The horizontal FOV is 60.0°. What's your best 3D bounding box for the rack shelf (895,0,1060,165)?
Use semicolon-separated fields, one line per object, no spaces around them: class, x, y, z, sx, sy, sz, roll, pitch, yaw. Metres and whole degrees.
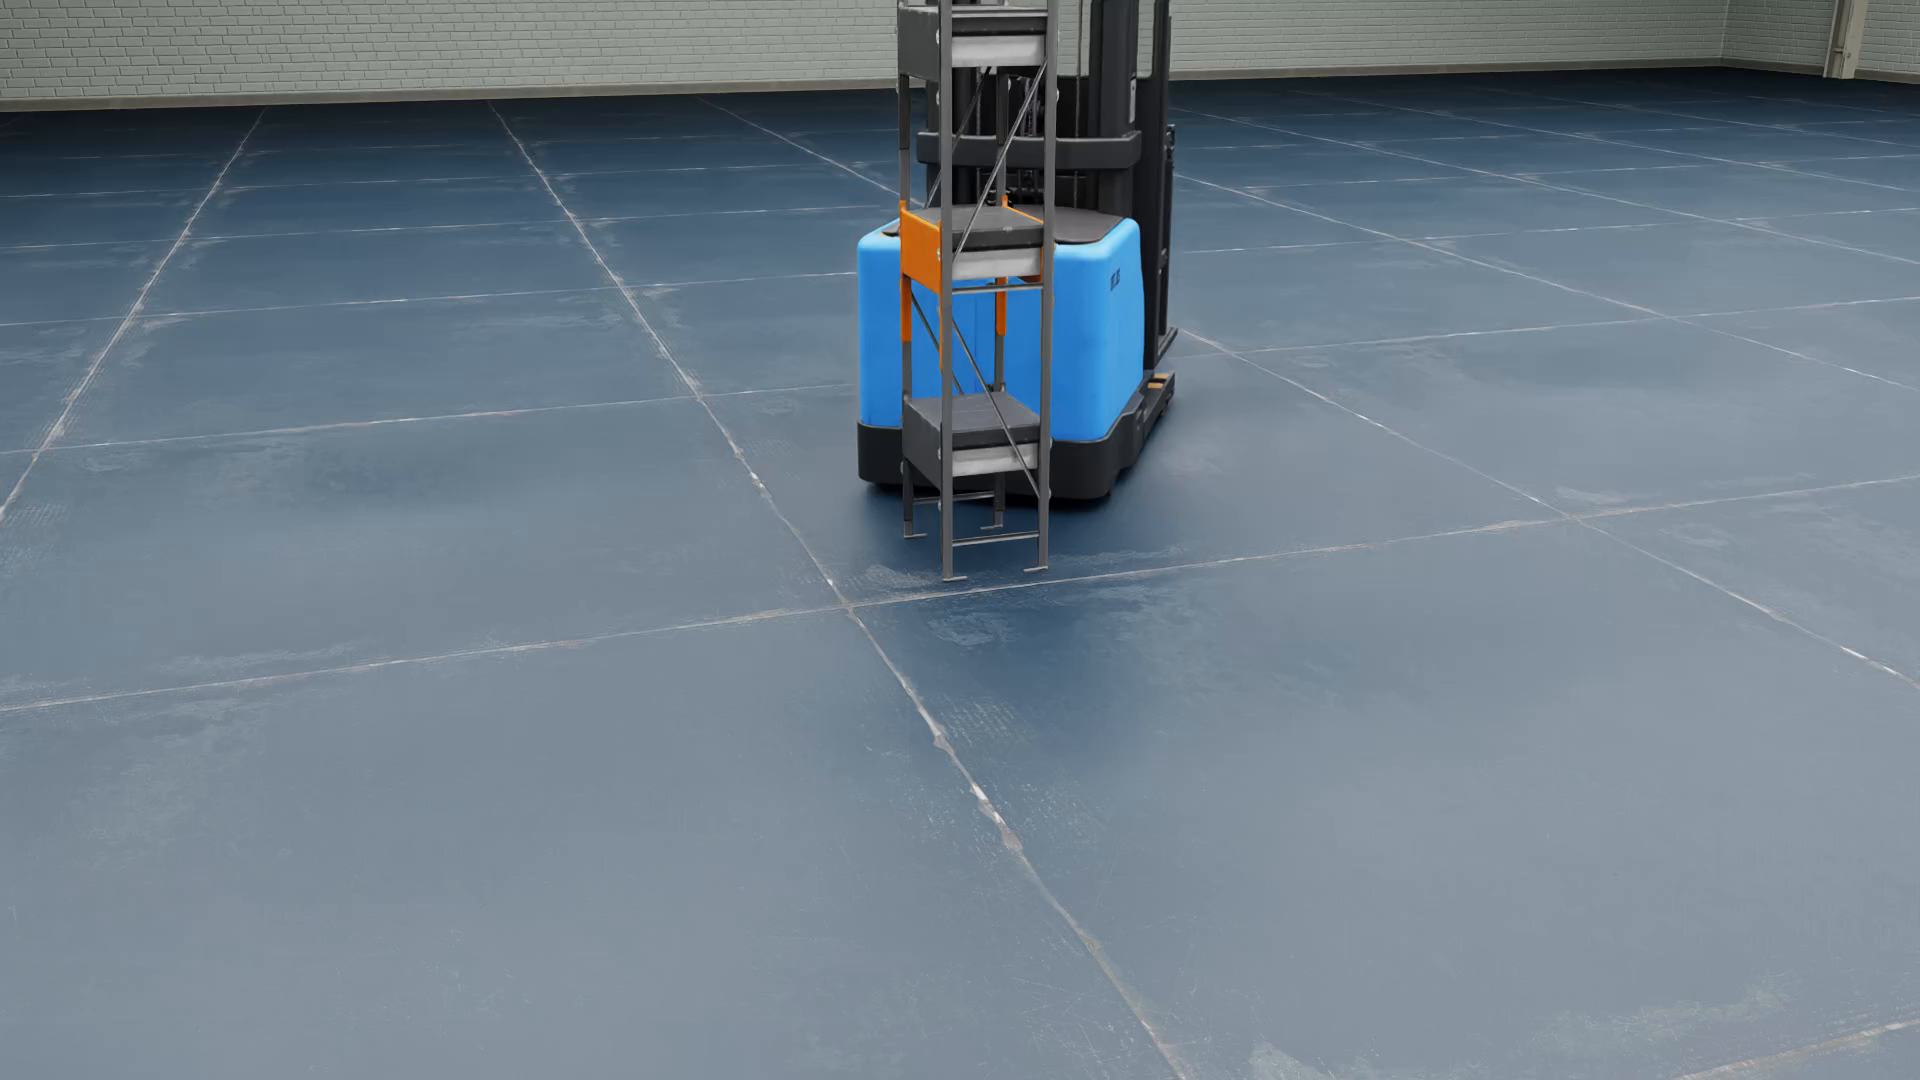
rack shelf;0.052;-1.581;5.682;0.431;0.518;0.480;-6;21;-17

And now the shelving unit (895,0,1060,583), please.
shelving unit;0.052;-0.935;5.914;0.431;2.100;0.503;-6;21;-17

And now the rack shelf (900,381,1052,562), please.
rack shelf;0.052;-0.263;6.155;0.431;0.518;0.480;-6;21;-17

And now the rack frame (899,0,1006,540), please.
rack frame;-0.025;-1.013;6.132;0.400;2.100;0.015;-6;21;-17

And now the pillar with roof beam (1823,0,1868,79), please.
pillar with roof beam;10.928;-11.679;25.620;9.100;9.000;0.400;-6;21;-17

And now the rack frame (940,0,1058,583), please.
rack frame;0.129;-0.857;5.696;0.400;2.100;0.015;-6;21;-17

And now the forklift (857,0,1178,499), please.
forklift;0.447;-2.006;7.664;1.130;2.935;3.031;5;20;14

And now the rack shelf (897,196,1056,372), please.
rack shelf;0.052;-0.922;5.918;0.431;0.518;0.480;-6;21;-17
